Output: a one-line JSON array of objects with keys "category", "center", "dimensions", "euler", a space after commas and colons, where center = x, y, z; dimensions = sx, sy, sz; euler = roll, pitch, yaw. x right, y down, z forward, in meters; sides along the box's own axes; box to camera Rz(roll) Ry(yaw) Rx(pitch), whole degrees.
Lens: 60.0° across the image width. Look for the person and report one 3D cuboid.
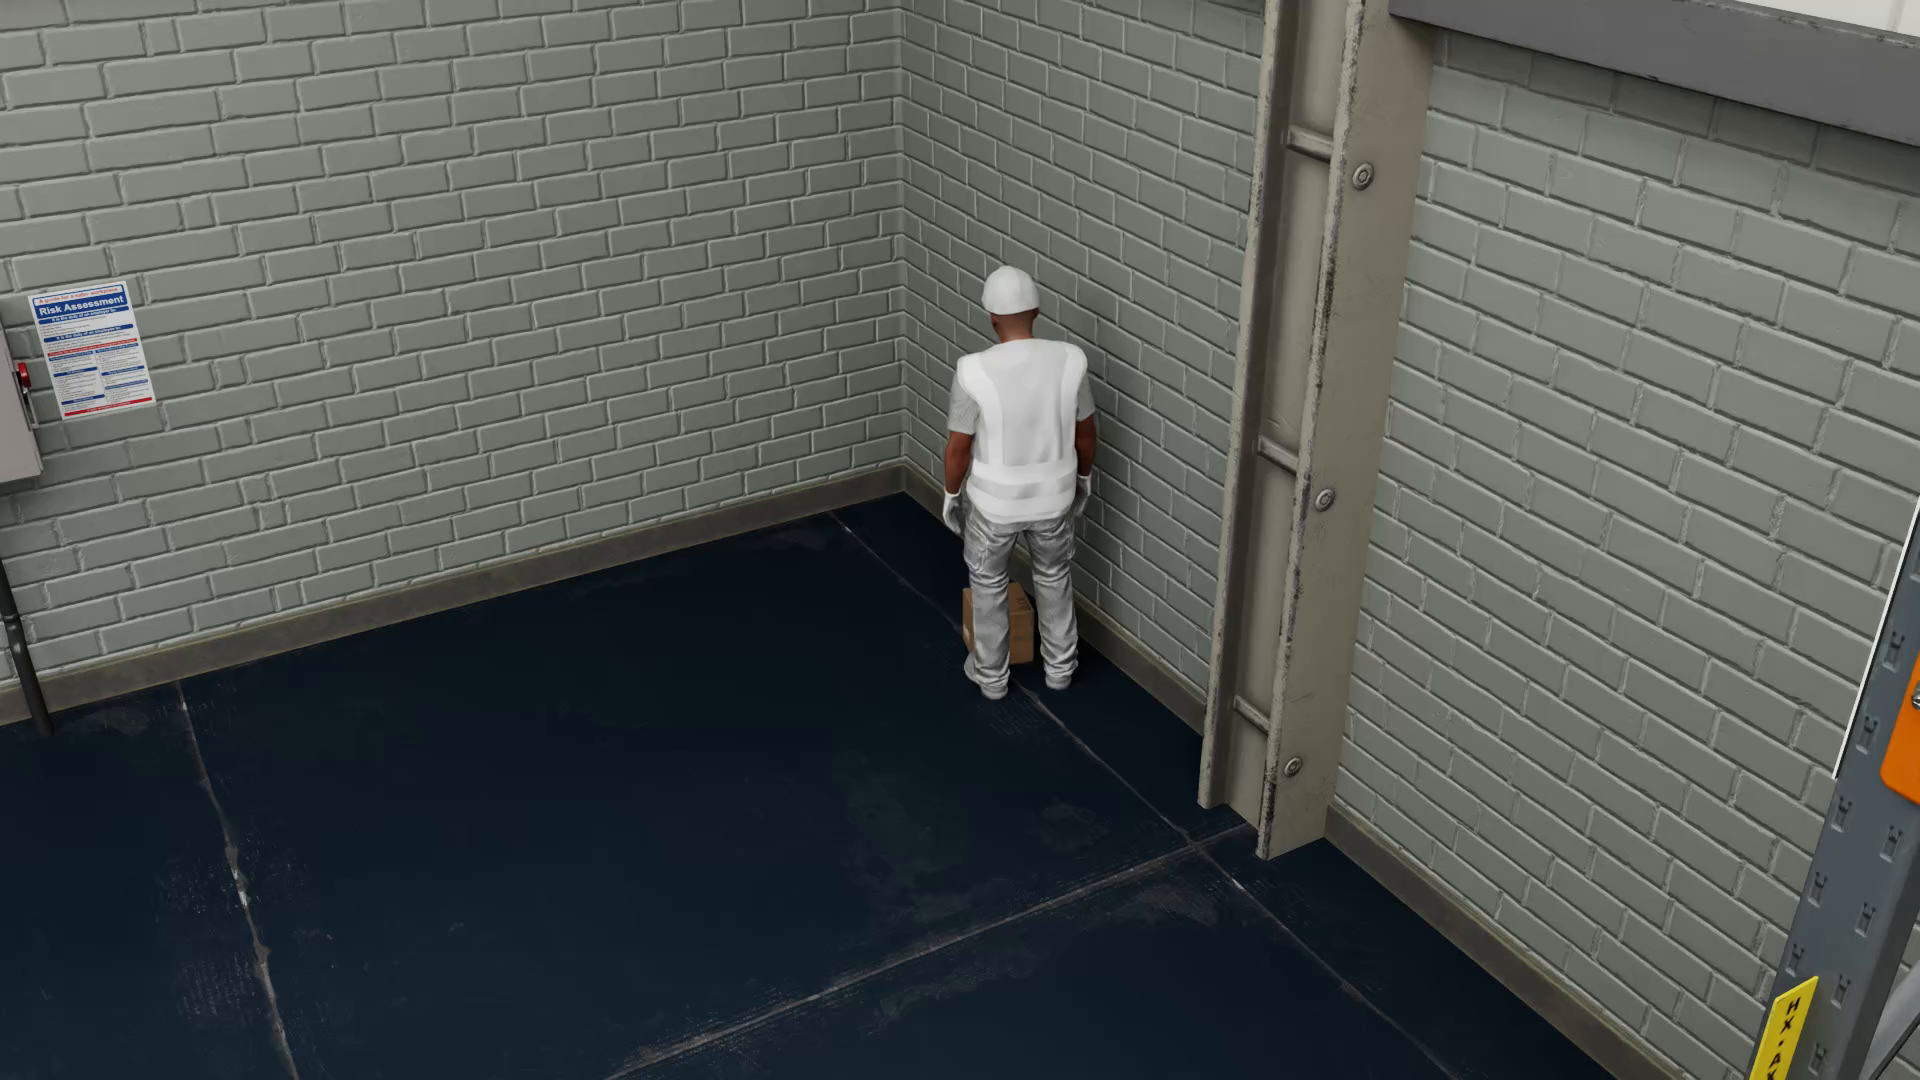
[{"category": "person", "center": [0.226, -0.192, 6.465], "dimensions": [0.609, 1.773, 0.450], "euler": [-7, 29, -12]}]
